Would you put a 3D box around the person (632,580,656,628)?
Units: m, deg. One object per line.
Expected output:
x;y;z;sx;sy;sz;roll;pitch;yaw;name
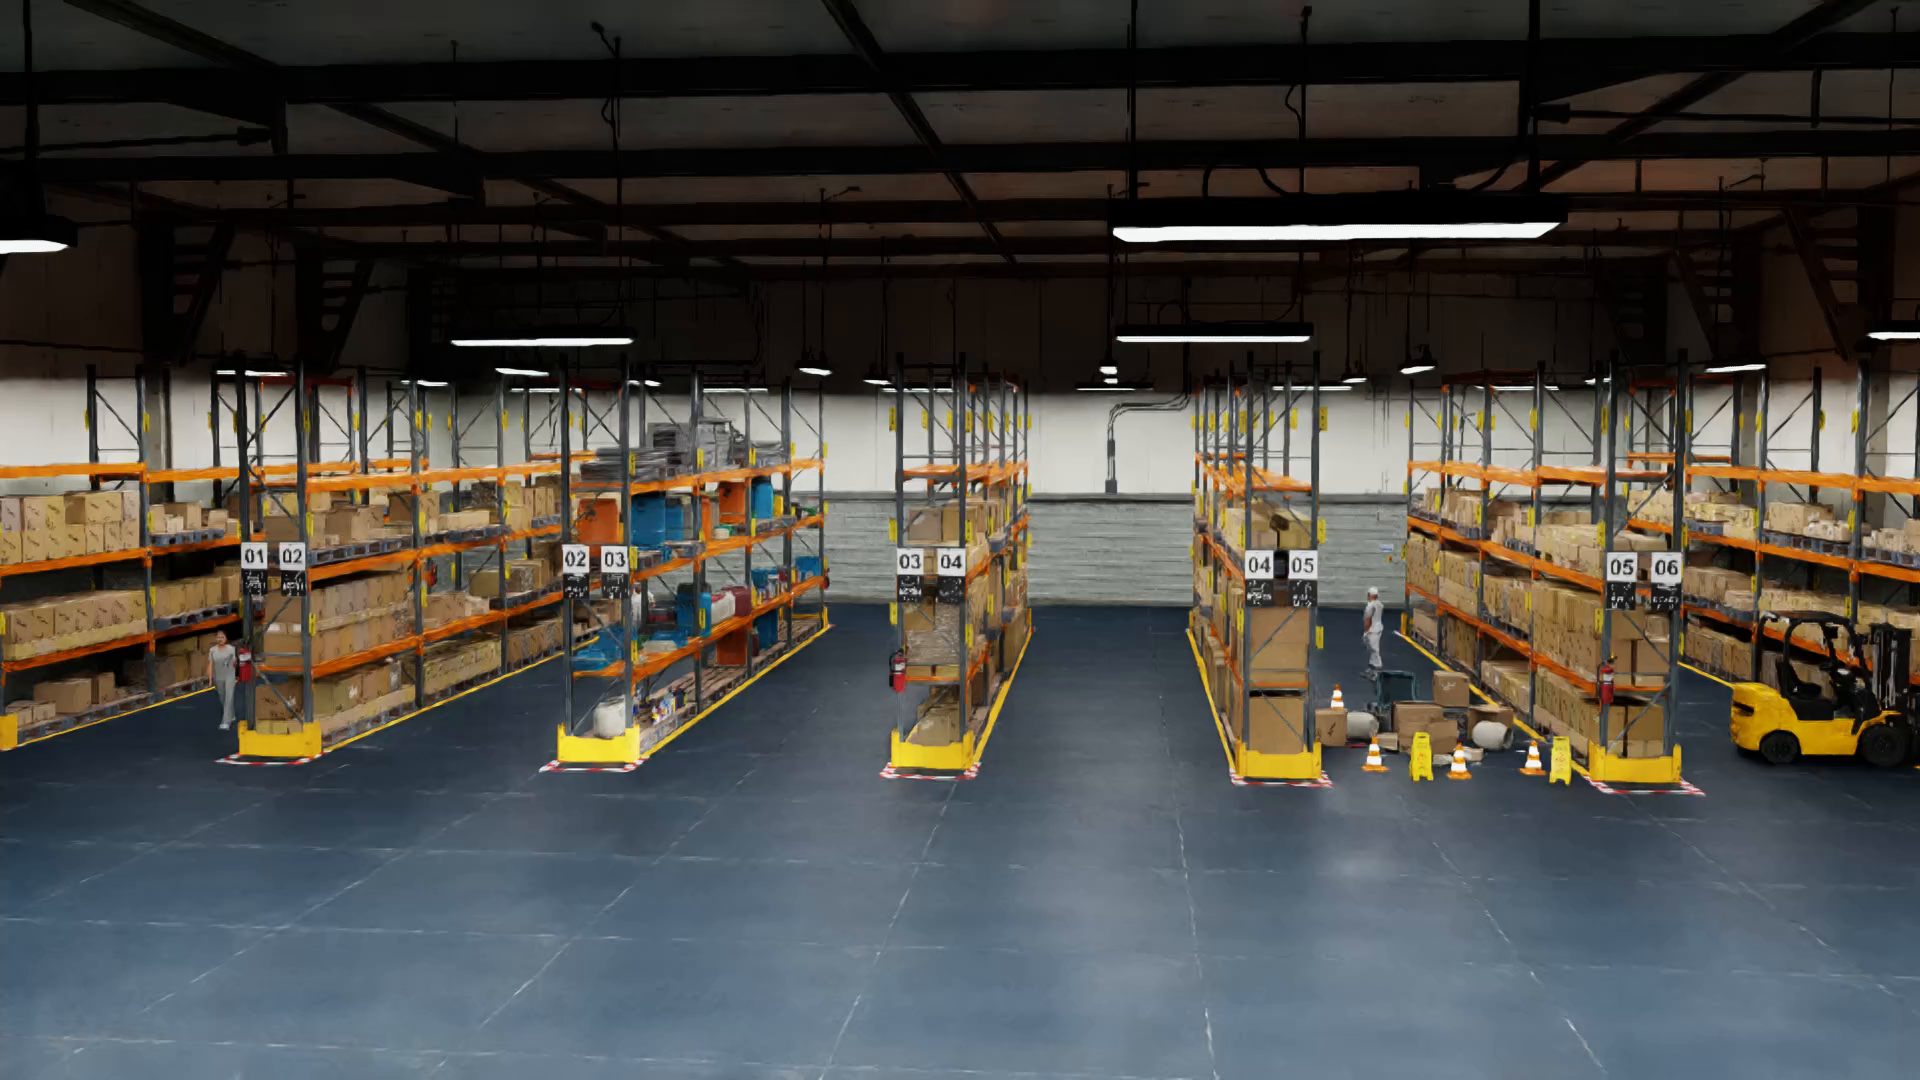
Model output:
-6.799;1.642;35.313;0.682;1.715;0.542;0;4;3;person

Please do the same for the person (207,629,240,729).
-12.037;2.256;27.164;0.444;1.604;1.016;0;4;-2;person

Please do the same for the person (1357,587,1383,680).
7.991;1.800;32.324;0.570;1.786;0.653;3;5;32;person
